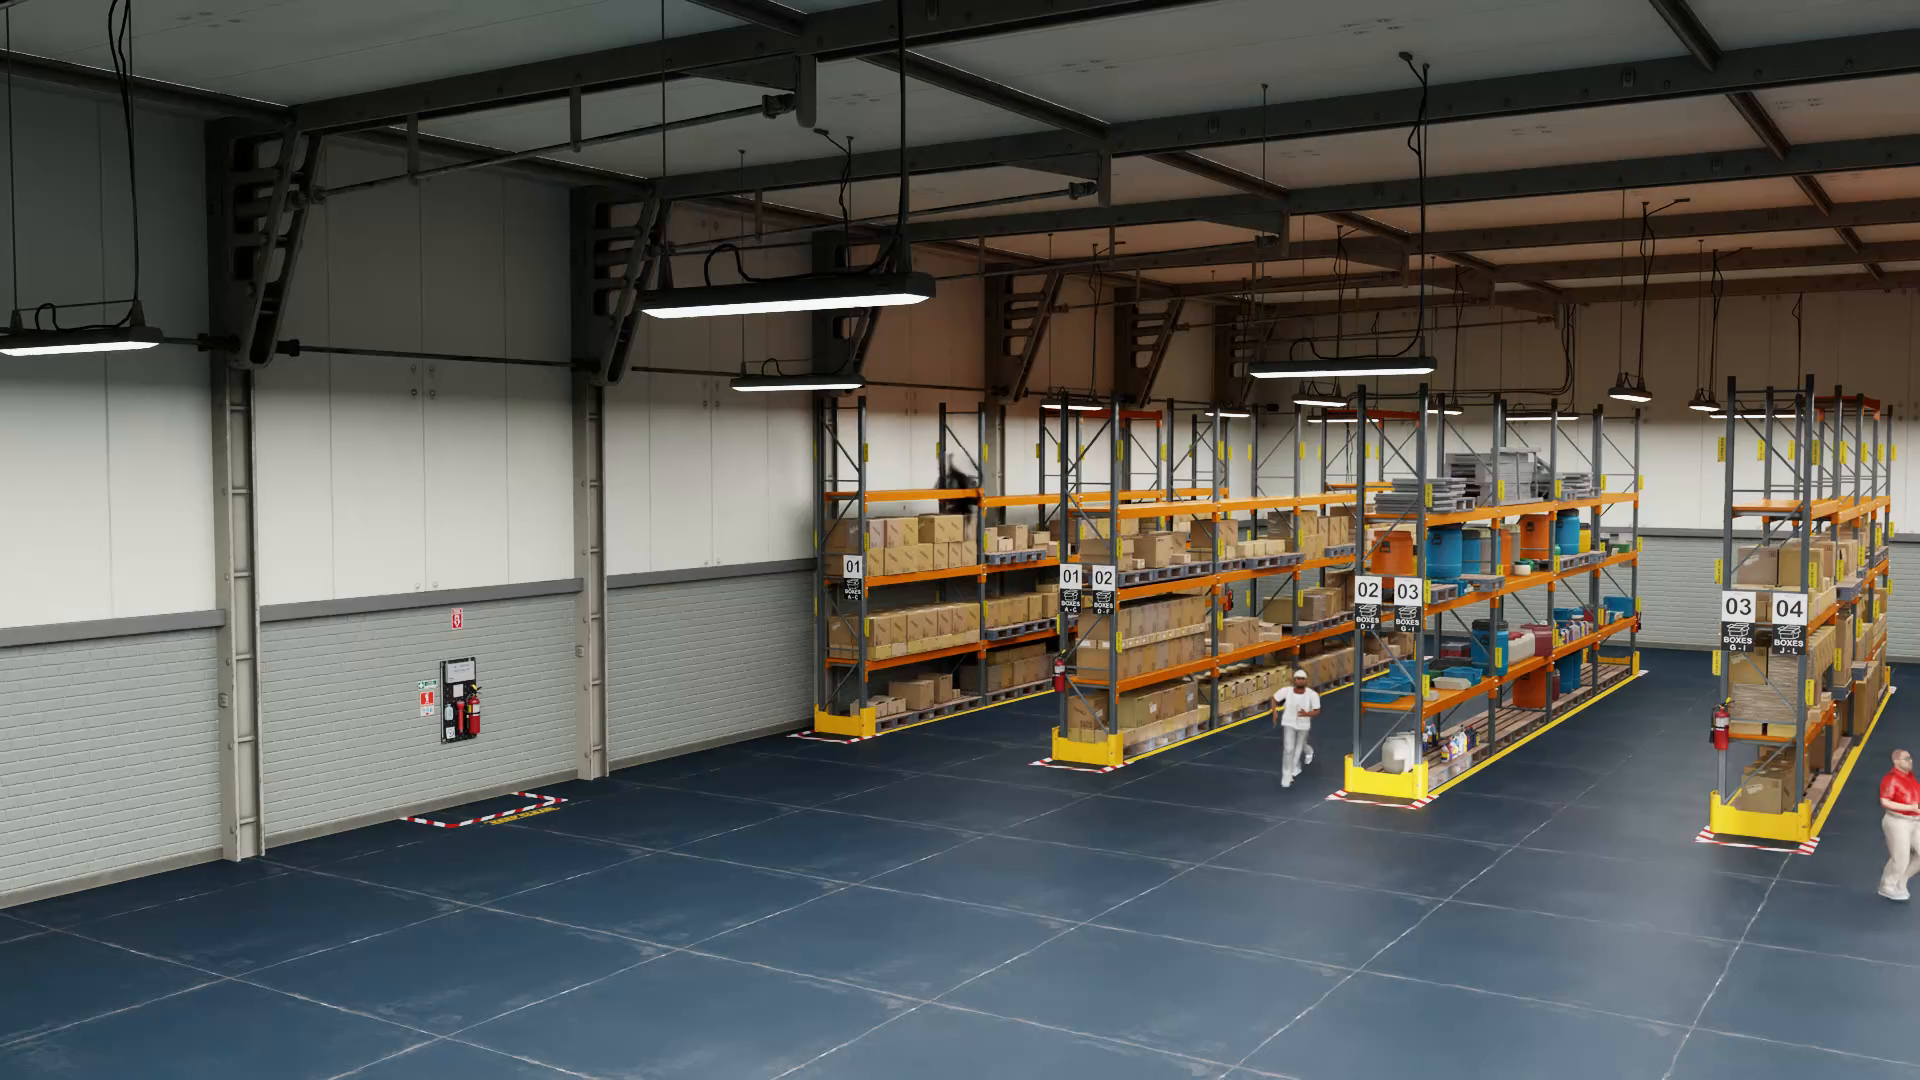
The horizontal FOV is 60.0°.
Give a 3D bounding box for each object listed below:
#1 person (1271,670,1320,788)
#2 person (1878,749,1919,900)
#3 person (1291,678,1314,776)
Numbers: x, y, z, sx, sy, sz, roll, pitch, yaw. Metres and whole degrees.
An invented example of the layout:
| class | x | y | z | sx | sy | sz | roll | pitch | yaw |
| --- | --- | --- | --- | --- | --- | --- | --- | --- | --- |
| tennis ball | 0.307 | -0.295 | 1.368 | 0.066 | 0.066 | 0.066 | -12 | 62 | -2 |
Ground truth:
| class | x | y | z | sx | sy | sz | roll | pitch | yaw |
| --- | --- | --- | --- | --- | --- | --- | --- | --- | --- |
| person | 5.053 | 2.826 | 24.983 | 0.688 | 1.769 | 0.692 | 0 | 3 | 1 |
| person | 10.541 | 3.184 | 18.468 | 0.648 | 1.708 | 0.621 | -1 | 3 | -26 |
| person | 5.321 | 2.871 | 25.974 | 0.551 | 1.572 | 0.617 | 2 | 4 | 38 |
